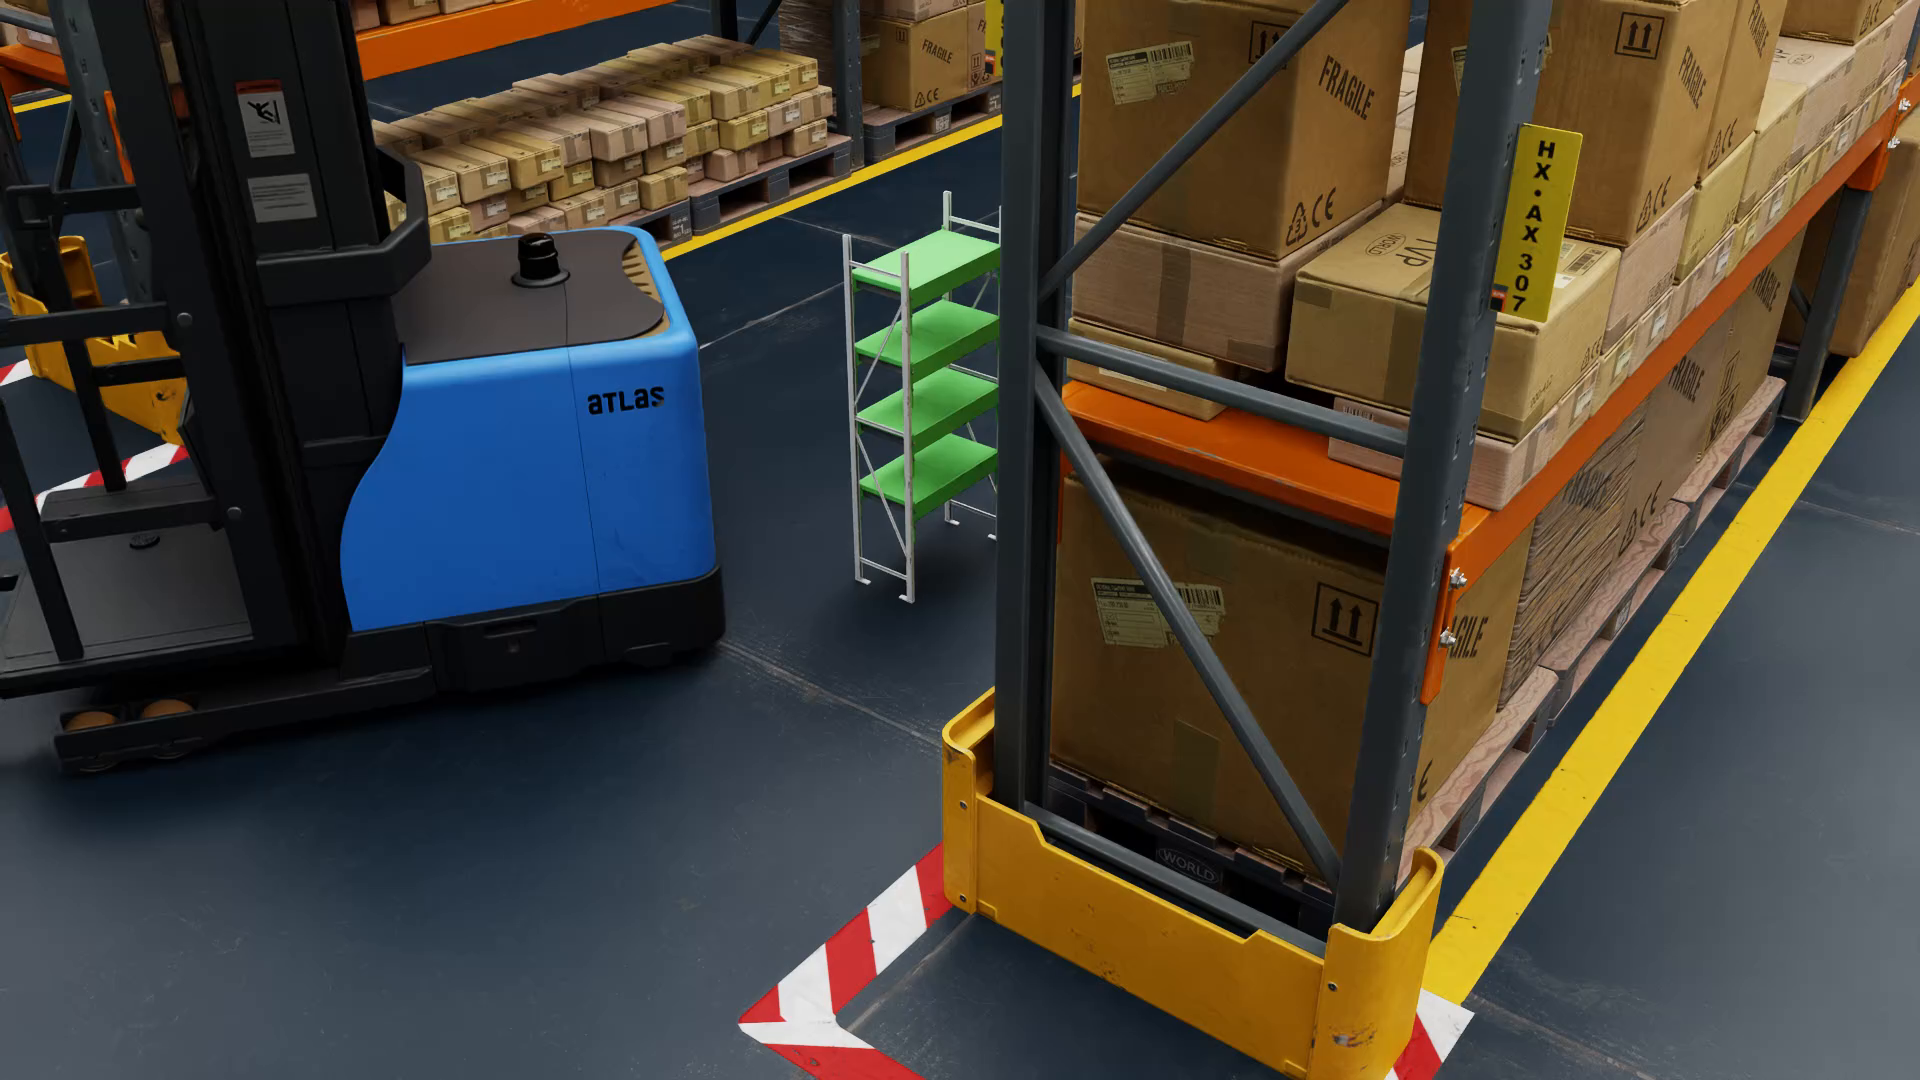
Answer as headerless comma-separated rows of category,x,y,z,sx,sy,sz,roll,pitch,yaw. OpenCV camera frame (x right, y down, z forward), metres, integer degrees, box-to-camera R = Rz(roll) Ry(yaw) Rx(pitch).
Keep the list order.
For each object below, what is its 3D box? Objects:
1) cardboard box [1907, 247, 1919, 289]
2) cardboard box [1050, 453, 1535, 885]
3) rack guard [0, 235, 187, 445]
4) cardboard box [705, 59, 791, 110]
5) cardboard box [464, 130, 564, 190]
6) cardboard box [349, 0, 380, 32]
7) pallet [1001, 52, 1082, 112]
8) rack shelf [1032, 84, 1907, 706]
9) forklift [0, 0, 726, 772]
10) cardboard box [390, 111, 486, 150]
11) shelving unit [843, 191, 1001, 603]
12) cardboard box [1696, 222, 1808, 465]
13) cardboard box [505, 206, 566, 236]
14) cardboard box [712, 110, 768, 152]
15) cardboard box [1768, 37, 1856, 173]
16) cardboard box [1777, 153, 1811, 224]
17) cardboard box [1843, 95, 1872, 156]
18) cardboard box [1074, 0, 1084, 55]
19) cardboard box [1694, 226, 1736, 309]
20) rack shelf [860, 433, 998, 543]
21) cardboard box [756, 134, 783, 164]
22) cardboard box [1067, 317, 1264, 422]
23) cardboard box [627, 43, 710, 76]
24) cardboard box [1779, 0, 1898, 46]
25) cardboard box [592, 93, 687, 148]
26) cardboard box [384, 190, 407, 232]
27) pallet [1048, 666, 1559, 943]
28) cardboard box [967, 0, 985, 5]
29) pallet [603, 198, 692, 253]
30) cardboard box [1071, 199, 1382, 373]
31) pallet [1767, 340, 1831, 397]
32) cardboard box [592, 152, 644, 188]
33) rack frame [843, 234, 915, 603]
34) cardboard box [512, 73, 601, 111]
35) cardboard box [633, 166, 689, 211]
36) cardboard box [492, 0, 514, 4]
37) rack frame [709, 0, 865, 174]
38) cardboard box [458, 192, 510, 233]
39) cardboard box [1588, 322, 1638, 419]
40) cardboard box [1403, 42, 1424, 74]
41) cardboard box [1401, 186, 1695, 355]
cardboard box,3.839,-1.812,7.537,1.225,0.875,0.875,20,36,30
cardboard box,0.838,0.159,4.212,0.875,0.875,0.875,21,37,31
rack guard,-3.332,-0.813,6.631,1.175,0.500,0.348,21,37,31
cardboard box,-1.093,-2.352,8.578,0.380,0.149,0.250,22,37,32
cardboard box,-2.012,-1.717,7.506,0.380,0.149,0.250,22,37,32
cardboard box,-2.548,-2.137,6.660,0.380,0.149,0.250,23,38,33
pallet,0.242,-3.098,10.771,1.003,0.211,1.213,21,37,31
rack shelf,1.723,-0.793,4.852,1.077,0.370,4.000,21,37,31
forklift,-2.298,-0.914,4.417,3.031,2.935,1.130,-9,32,-15
cardboard box,-2.436,-1.874,7.772,0.380,0.149,0.250,20,36,30
shelving unit,-0.100,-0.449,5.331,0.258,1.200,0.503,21,37,31
cardboard box,2.468,-0.939,6.064,0.875,0.875,0.875,21,37,31
cardboard box,-2.030,-1.438,7.619,0.380,0.149,0.250,19,36,29
cardboard box,-1.201,-2.111,8.463,0.380,0.149,0.250,20,36,30
cardboard box,2.254,-1.300,4.857,0.500,0.250,0.500,22,37,32
cardboard box,2.232,-1.060,4.843,0.380,0.149,0.250,20,36,31
cardboard box,2.697,-1.374,5.372,0.380,0.149,0.250,20,36,30
cardboard box,0.640,-3.437,10.646,0.500,0.500,0.500,19,36,29
cardboard box,1.767,-0.748,4.316,0.380,0.149,0.250,21,36,31
rack shelf,-0.100,-0.187,5.486,0.258,0.148,0.480,21,37,31
cardboard box,-1.152,-2.093,8.724,0.380,0.149,0.250,22,37,33
cardboard box,0.468,-0.428,3.776,0.380,0.149,0.250,22,37,32
cardboard box,-1.550,-2.523,8.866,0.380,0.149,0.250,23,38,34
cardboard box,2.560,-1.830,5.016,0.500,0.500,0.500,22,37,32
cardboard box,-1.546,-2.029,8.033,0.380,0.149,0.250,19,36,29
cardboard box,-2.466,-1.388,6.951,0.380,0.149,0.250,21,37,31
pallet,0.936,0.561,4.597,1.003,0.211,1.213,21,37,31
cardboard box,0.013,-3.347,9.760,0.500,0.250,0.500,22,37,33
pallet,-2.076,-1.502,8.077,1.003,0.211,1.213,21,37,31
cardboard box,0.597,-0.632,3.729,0.500,0.250,0.500,20,36,31
pallet,3.336,-1.053,7.319,1.003,0.211,1.213,21,37,31
cardboard box,-1.747,-1.827,7.984,0.380,0.149,0.250,19,36,29
rack frame,-0.247,-0.350,5.163,0.240,1.200,0.015,21,37,31
cardboard box,-2.021,-2.214,8.345,0.380,0.149,0.250,22,37,32
cardboard box,-1.553,-1.752,8.149,0.380,0.149,0.250,21,37,31
cardboard box,-2.020,-2.430,7.154,0.380,0.149,0.250,23,37,33
rack frame,-0.963,-3.483,8.685,1.000,3.000,0.127,21,37,31
cardboard box,-2.243,-1.502,7.435,0.380,0.149,0.250,19,36,29
cardboard box,1.301,-0.433,3.785,0.380,0.149,0.250,20,36,30
cardboard box,1.521,-1.258,4.785,0.500,0.250,0.500,21,37,31
cardboard box,1.329,-0.678,3.808,0.500,0.250,0.500,21,36,31
